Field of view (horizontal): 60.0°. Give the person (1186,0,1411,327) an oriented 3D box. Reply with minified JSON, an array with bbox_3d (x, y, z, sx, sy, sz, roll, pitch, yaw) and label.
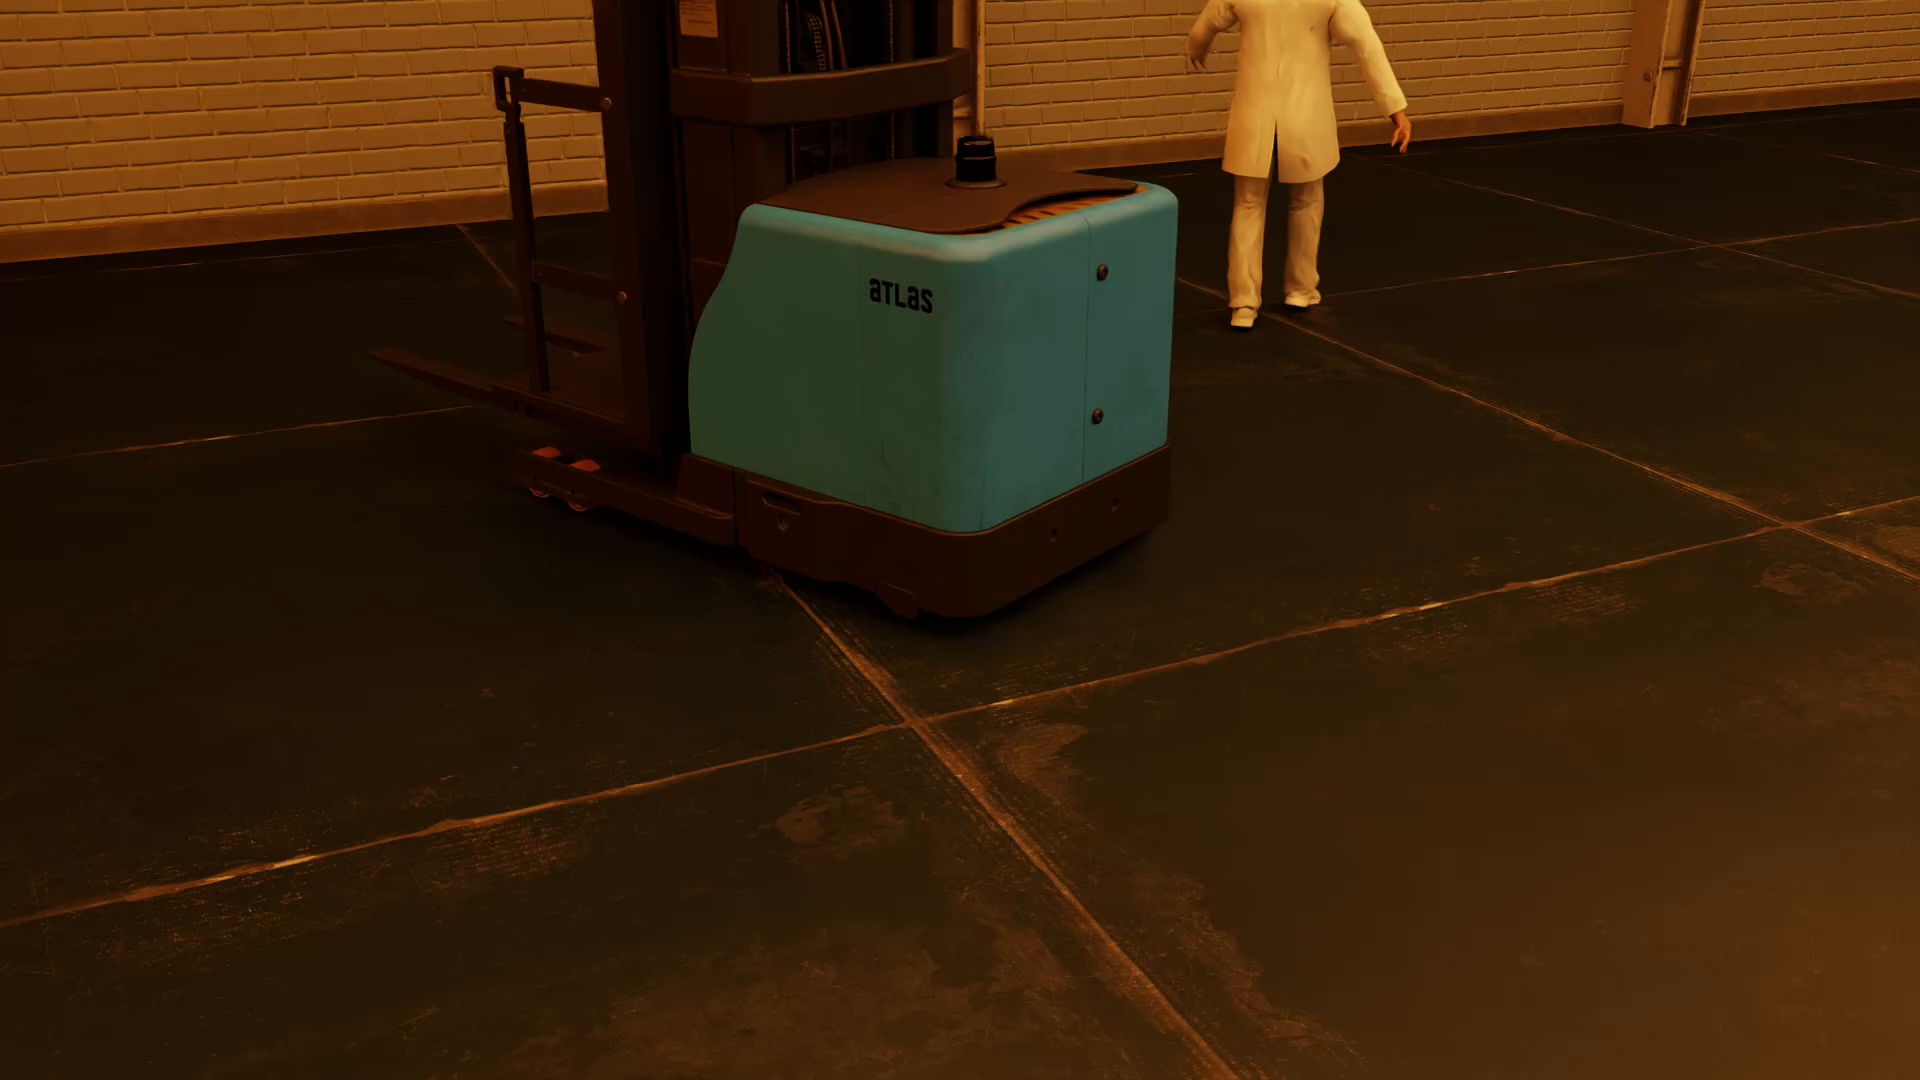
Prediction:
[{"bbox_3d":[1.455,-1.835,7.284,1.044,1.773,0.788,7,24,17],"label":"person"}]

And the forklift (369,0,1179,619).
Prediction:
[{"bbox_3d":[-0.825,-1.583,5.098,3.031,2.935,1.130,17,28,36],"label":"forklift"}]
